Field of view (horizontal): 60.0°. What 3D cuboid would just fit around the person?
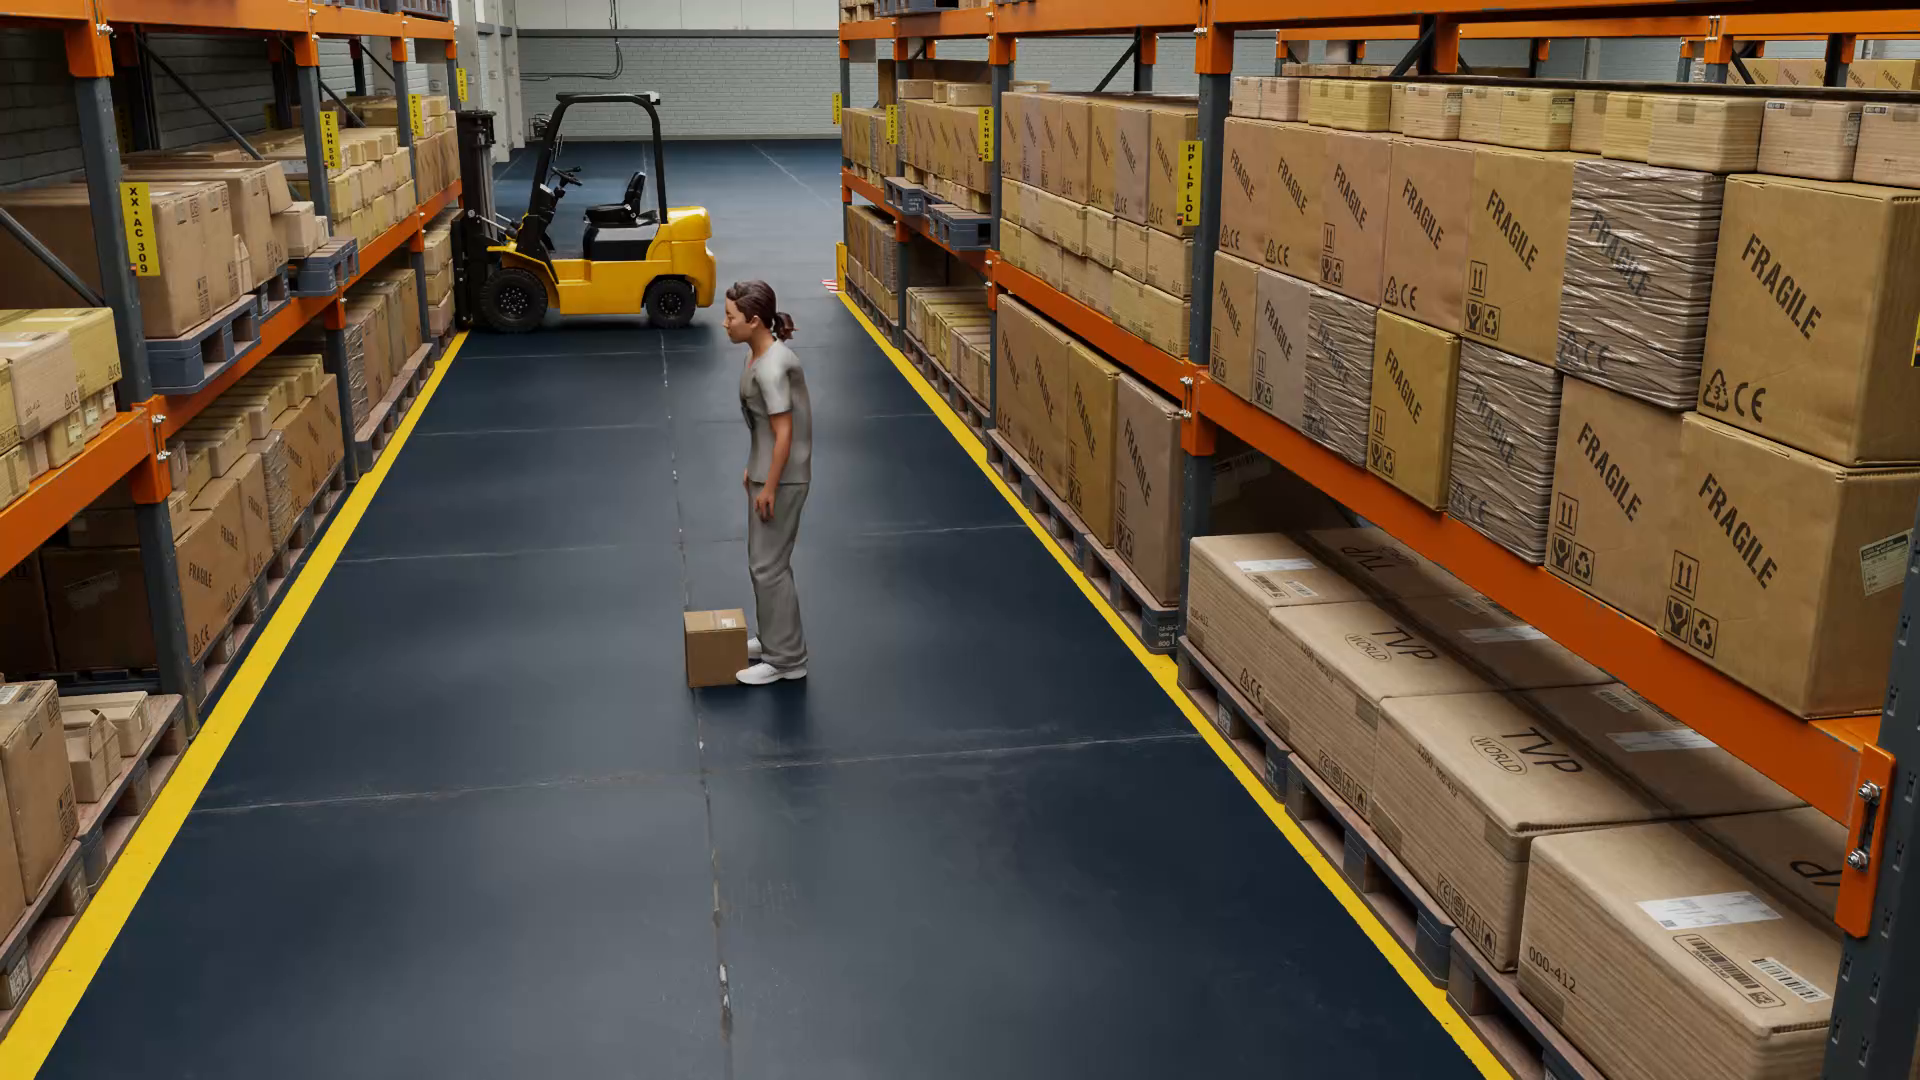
[{"bbox_3d":[-0.791,-0.243,6.861,0.358,1.673,0.510,-4,17,-13],"label":"person"}]
